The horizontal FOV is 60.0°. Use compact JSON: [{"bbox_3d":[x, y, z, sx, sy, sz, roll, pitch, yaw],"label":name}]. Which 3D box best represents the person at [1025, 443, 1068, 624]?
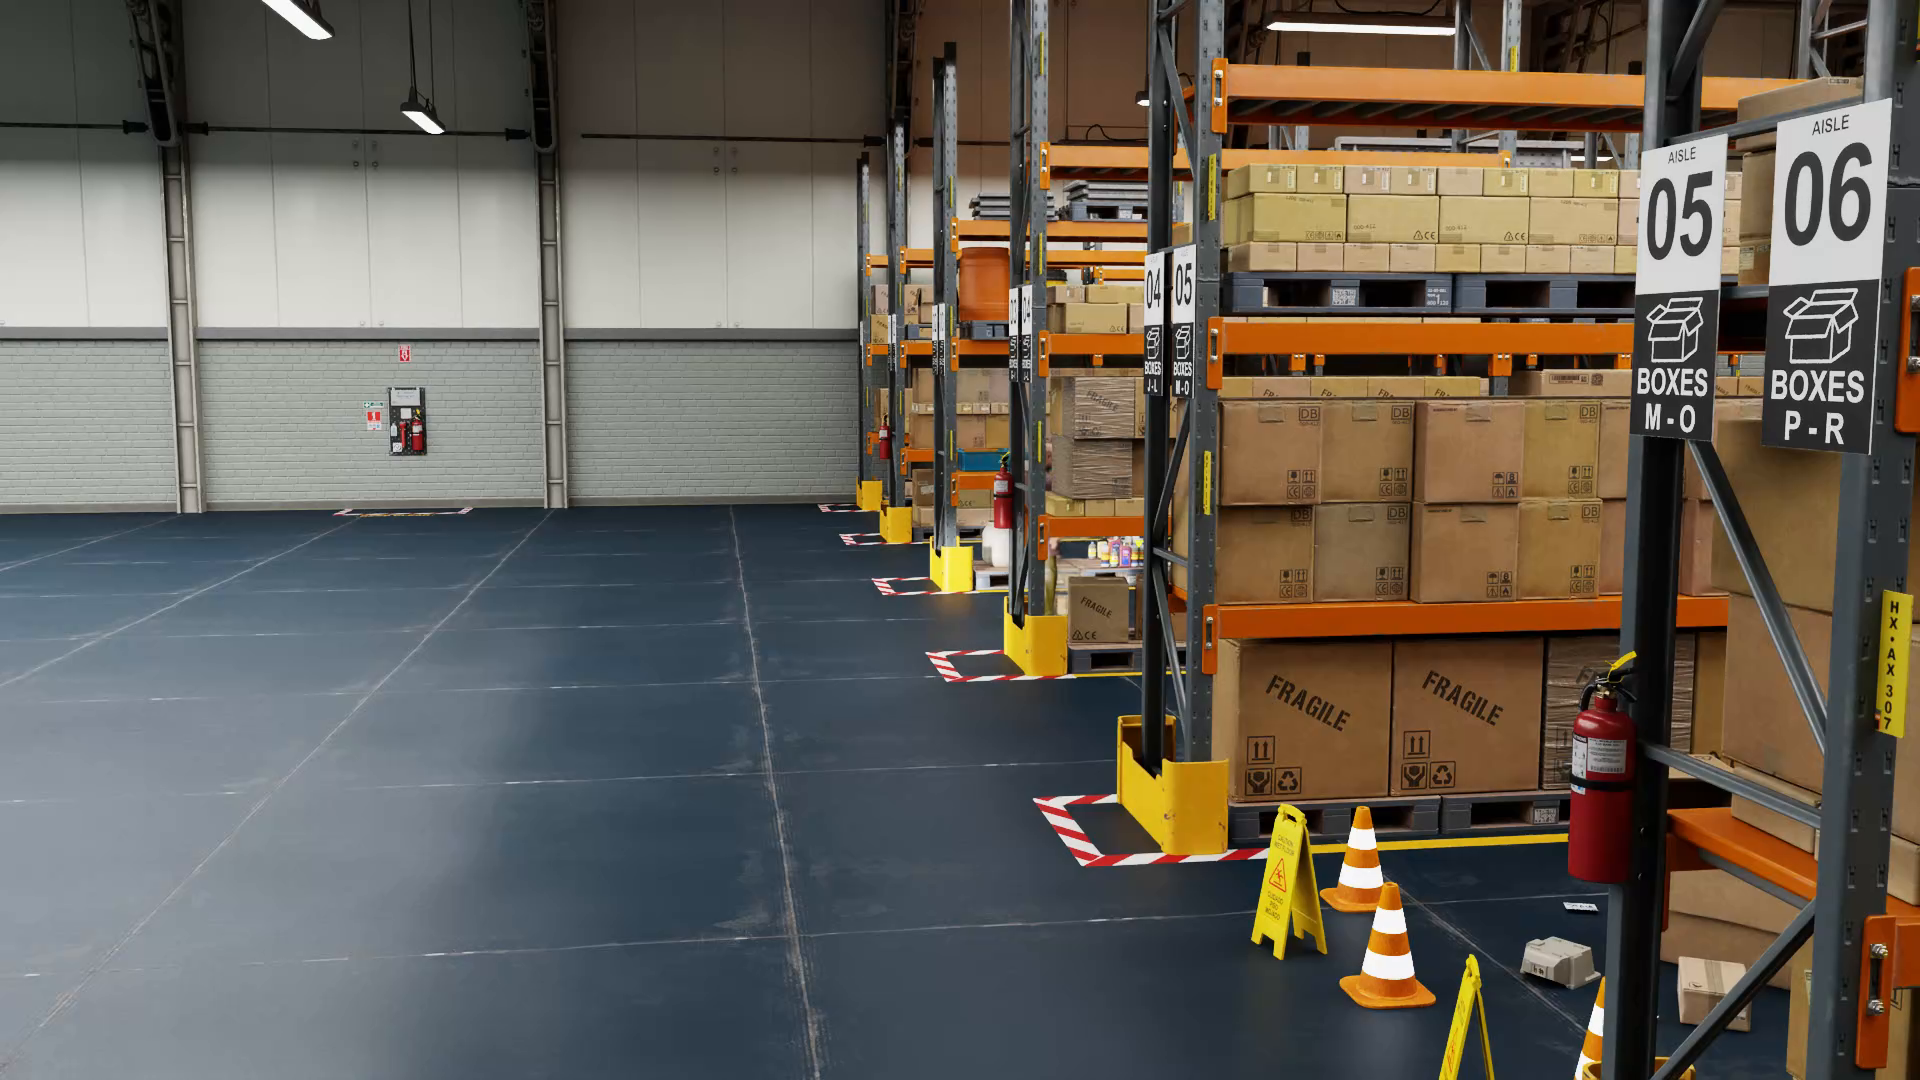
[{"bbox_3d":[0.818,-0.064,16.353,0.427,1.773,0.635,-1,6,-11],"label":"person"}]
